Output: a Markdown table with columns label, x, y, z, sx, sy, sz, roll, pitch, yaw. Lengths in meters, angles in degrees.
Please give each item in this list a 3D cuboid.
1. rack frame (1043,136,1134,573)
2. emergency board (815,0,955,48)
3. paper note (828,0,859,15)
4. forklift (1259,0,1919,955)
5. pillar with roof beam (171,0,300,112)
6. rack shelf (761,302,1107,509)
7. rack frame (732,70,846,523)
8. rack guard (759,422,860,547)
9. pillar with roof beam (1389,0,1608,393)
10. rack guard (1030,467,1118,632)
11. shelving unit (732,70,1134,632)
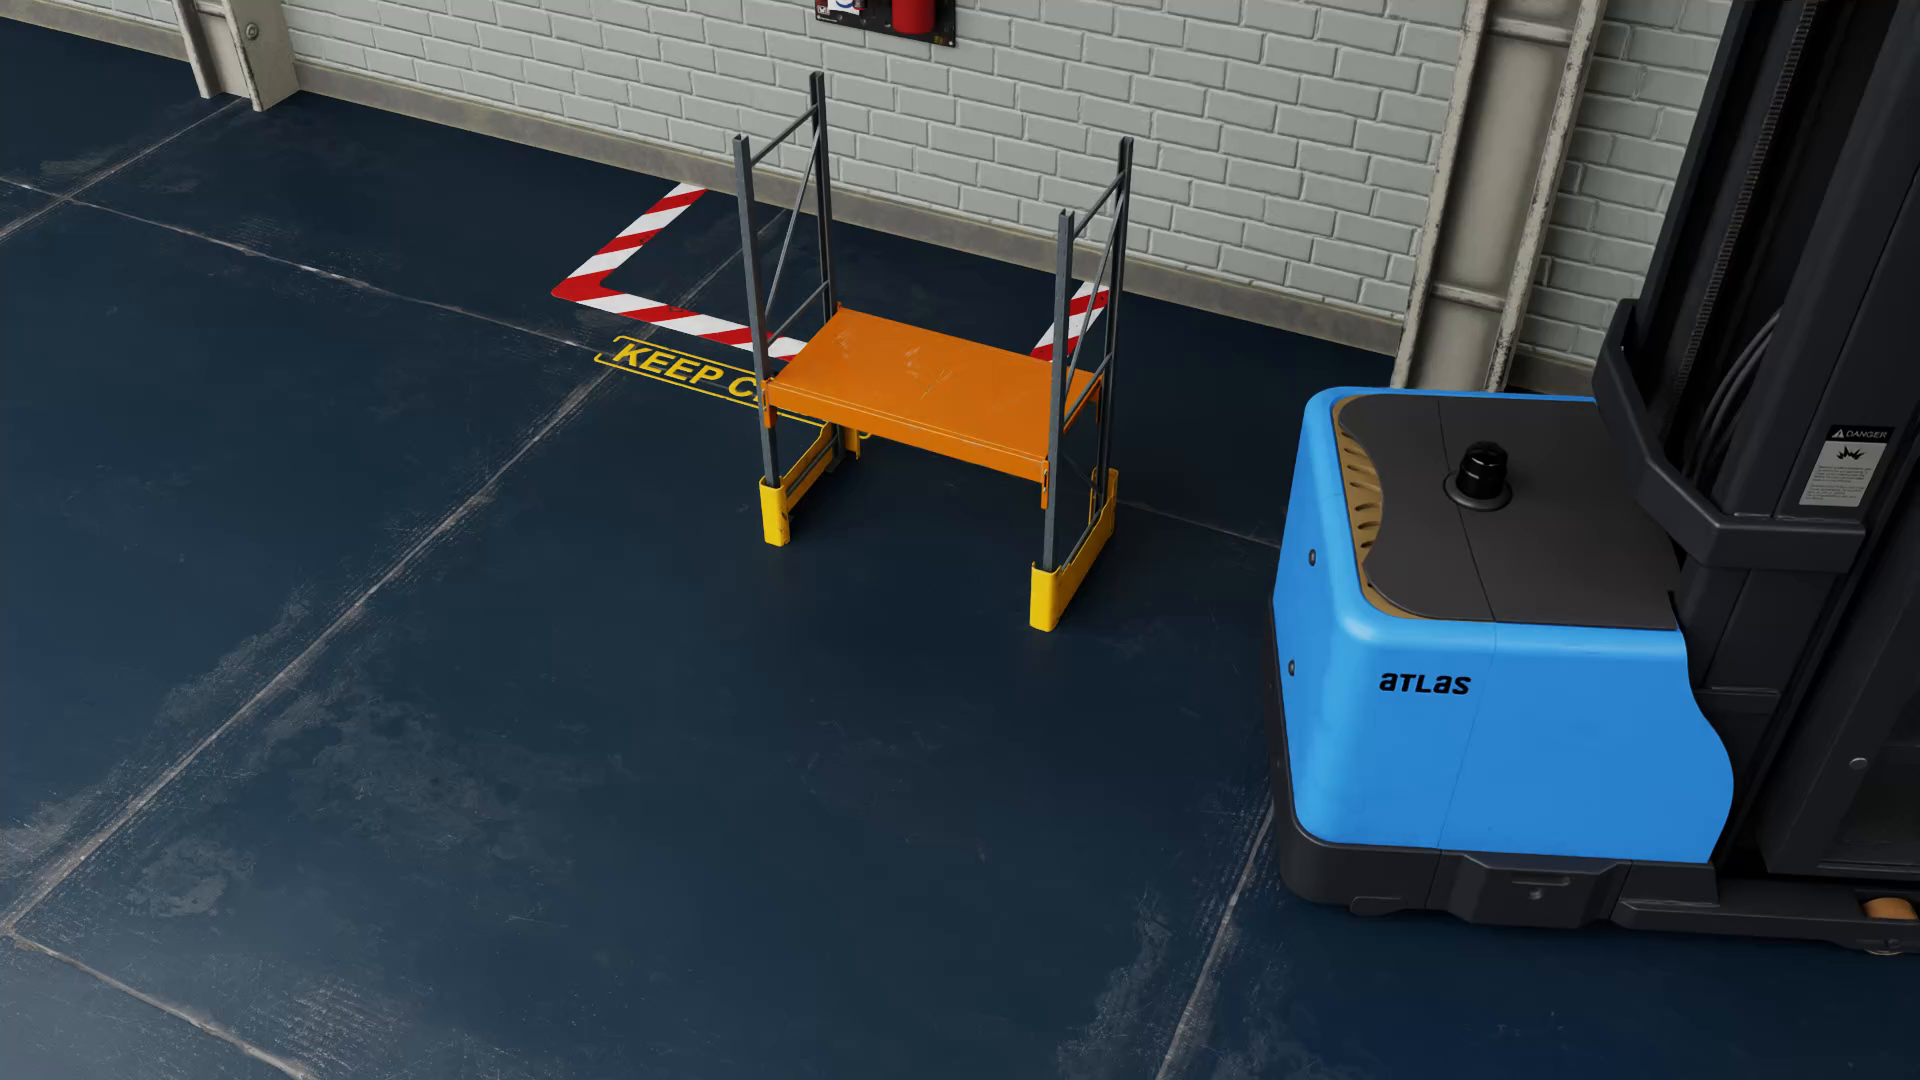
| label | x | y | z | sx | sy | sz | roll | pitch | yaw |
| --- | --- | --- | --- | --- | --- | --- | --- | --- | --- |
| rack frame | 0.383 | -0.450 | 5.124 | 0.032 | 1.500 | 0.500 | 17 | 44 | 19 |
| emergency board | -0.336 | -2.431 | 6.264 | 0.643 | 1.169 | 0.194 | 17 | 44 | 19 |
| paper note | -0.467 | -2.188 | 6.657 | 0.142 | 0.148 | 0.016 | 17 | 44 | 19 |
| forklift | 2.423 | -0.348 | 3.913 | 3.031 | 2.935 | 1.130 | 3 | 41 | 3 |
| pillar with roof beam | -5.370 | -3.097 | 2.453 | 0.400 | 9.000 | 9.100 | 17 | 44 | 19 |
| rack shelf | -0.077 | -0.454 | 5.404 | 1.000 | 0.185 | 0.538 | 17 | 44 | 19 |
| rack frame | -0.538 | -0.731 | 5.448 | 0.032 | 1.500 | 0.500 | 17 | 44 | 19 |
| rack guard | -0.520 | -0.253 | 5.852 | 0.087 | 0.250 | 0.587 | 17 | 44 | 19 |
| pillar with roof beam | 0.067 | -1.436 | 0.536 | 0.400 | 9.000 | 9.100 | 17 | 44 | 19 |
| rack guard | 0.382 | 0.022 | 5.533 | 0.087 | 0.250 | 0.587 | 17 | 44 | 19 |
| shelving unit | -0.069 | -0.588 | 5.283 | 1.083 | 1.500 | 0.587 | 17 | 44 | 19 |
